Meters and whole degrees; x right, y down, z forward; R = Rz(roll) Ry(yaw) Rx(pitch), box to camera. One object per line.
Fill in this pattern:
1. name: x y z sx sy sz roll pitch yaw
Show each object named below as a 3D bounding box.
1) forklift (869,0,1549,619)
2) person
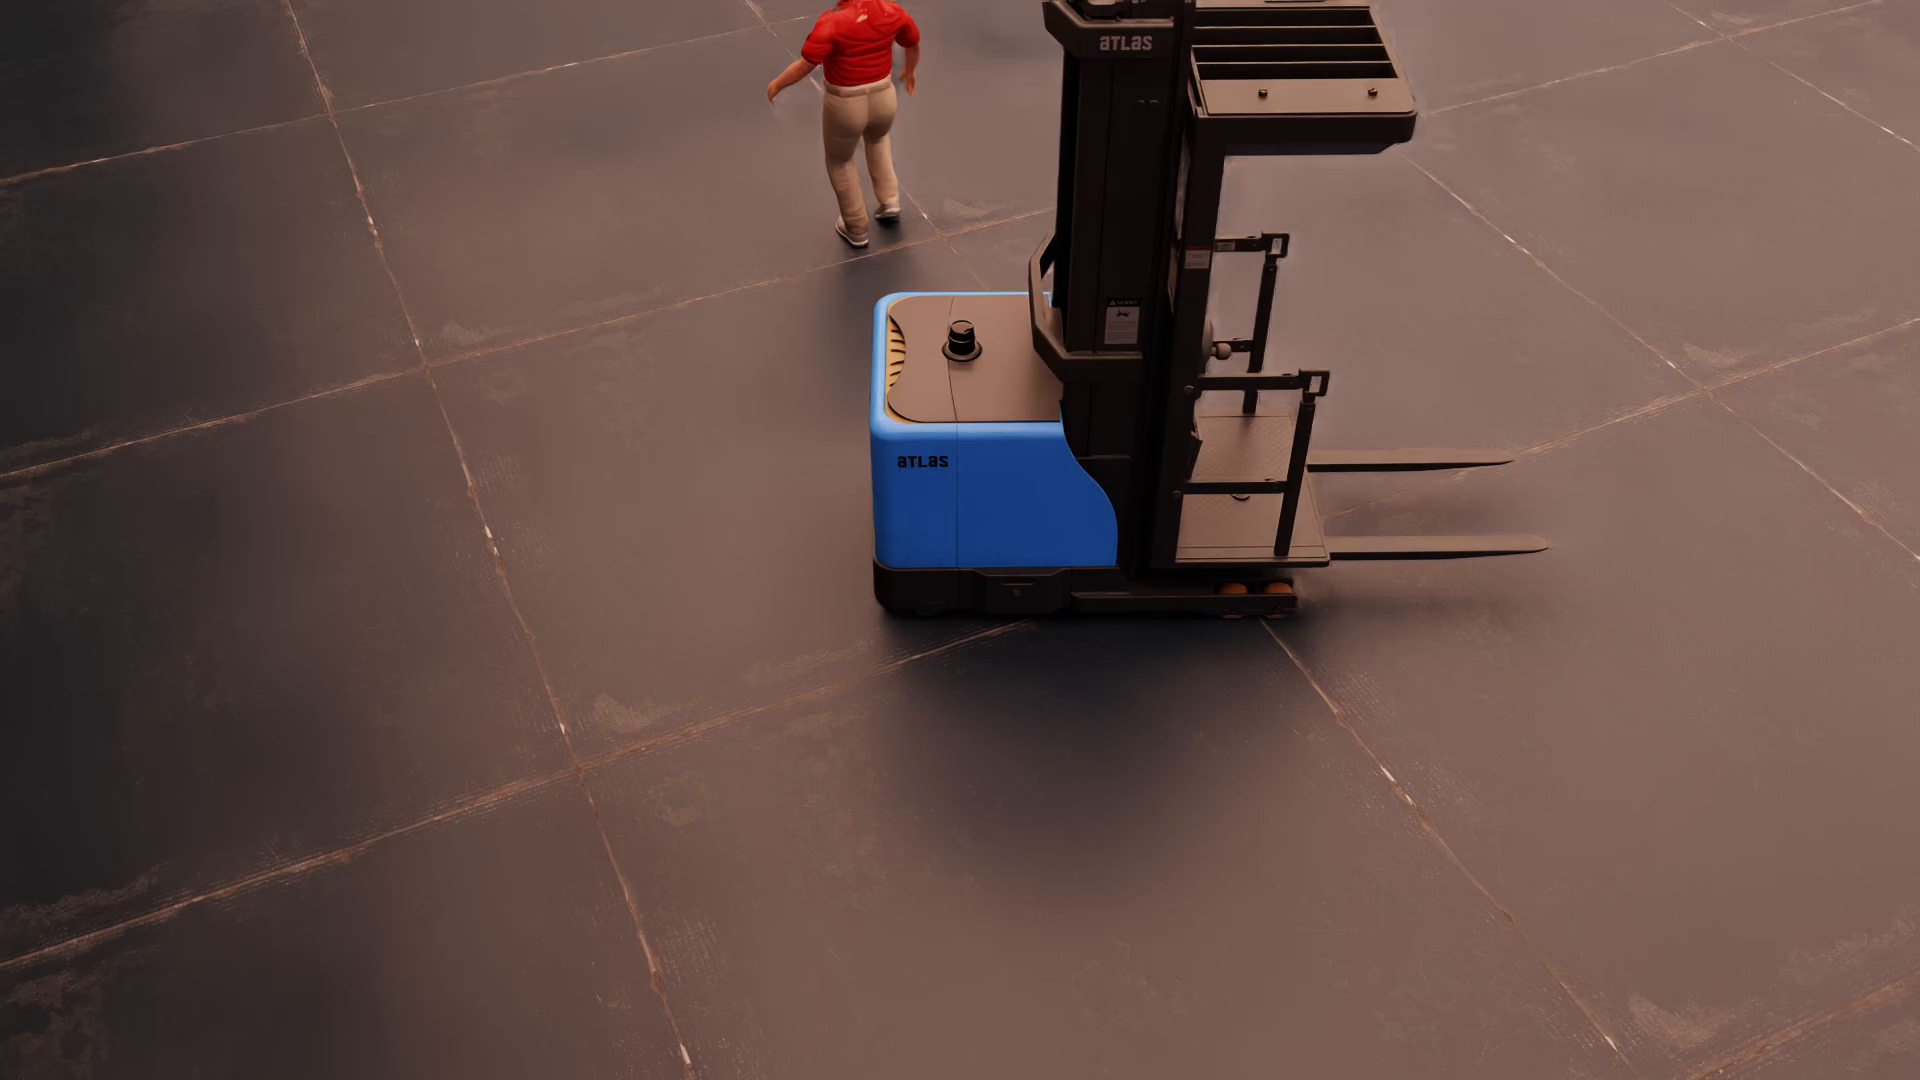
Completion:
1. forklift: 1.124 -1.083 6.841 3.031 2.935 1.130 -1 43 -1
2. person: -0.608 -2.421 9.212 0.874 1.750 0.467 -17 46 -17
